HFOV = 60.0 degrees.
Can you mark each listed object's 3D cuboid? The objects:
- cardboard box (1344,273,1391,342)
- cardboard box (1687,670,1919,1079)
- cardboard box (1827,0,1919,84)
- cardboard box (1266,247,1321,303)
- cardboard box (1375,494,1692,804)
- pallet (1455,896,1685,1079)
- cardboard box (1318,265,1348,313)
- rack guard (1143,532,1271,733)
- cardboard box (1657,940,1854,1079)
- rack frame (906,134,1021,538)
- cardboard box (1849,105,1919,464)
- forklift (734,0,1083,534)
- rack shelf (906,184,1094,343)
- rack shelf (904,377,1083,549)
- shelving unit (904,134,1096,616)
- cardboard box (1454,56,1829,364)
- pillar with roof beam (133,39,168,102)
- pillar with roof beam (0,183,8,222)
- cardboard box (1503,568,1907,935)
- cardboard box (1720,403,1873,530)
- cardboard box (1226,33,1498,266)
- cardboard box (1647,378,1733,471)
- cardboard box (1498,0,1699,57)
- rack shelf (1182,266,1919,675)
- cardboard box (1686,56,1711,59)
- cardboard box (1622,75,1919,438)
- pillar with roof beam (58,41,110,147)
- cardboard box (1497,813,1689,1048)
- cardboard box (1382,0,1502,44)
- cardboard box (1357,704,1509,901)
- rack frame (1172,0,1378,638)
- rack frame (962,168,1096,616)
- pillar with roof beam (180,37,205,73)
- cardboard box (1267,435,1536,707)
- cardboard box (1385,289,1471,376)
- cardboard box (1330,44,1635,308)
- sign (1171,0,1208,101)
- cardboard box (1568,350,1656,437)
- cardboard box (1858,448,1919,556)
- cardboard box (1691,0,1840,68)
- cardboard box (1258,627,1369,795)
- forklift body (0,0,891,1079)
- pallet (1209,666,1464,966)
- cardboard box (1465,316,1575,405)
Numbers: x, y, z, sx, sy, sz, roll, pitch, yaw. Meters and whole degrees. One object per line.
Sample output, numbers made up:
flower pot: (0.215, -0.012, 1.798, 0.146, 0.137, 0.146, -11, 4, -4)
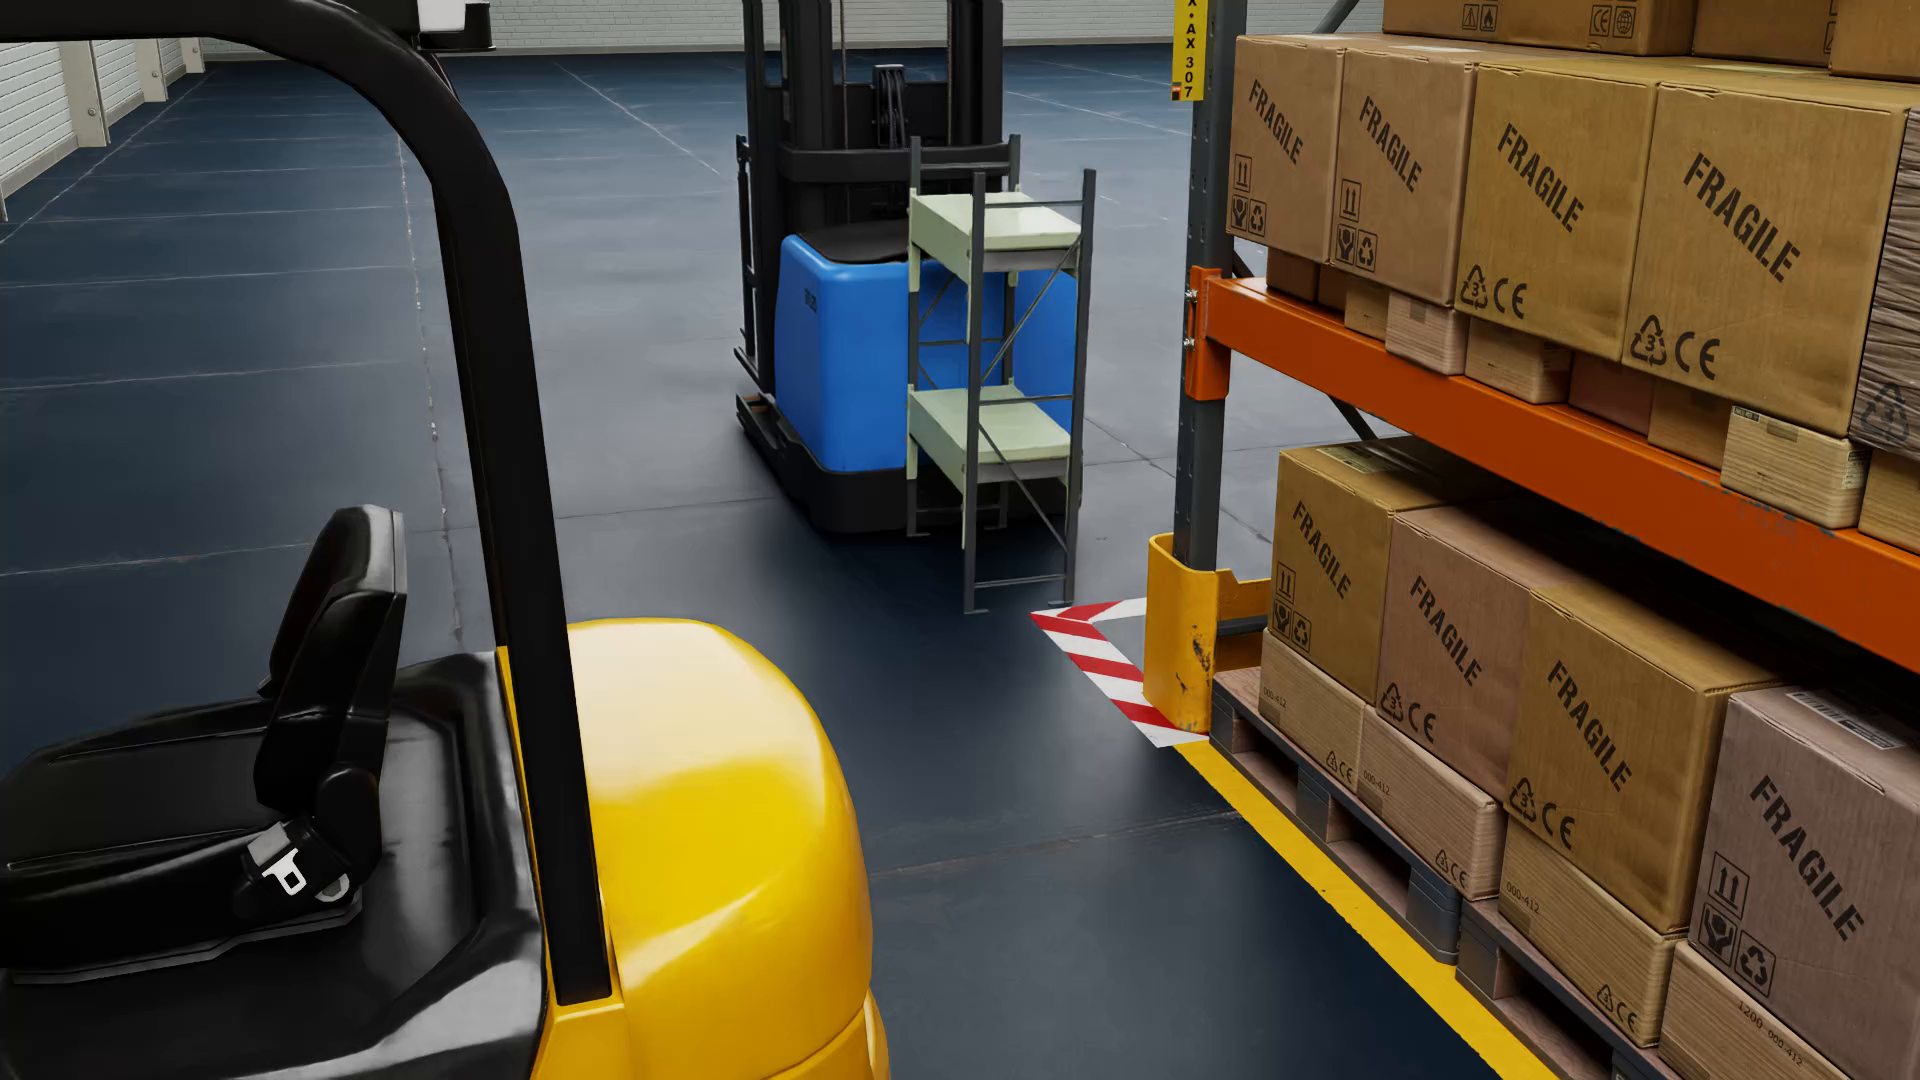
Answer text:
cardboard box: (1.138, -0.561, 3.913, 0.380, 0.149, 0.250, -7, 21, -19)
cardboard box: (1.622, 0.555, 2.770, 0.500, 0.500, 0.500, -5, 20, -14)
cardboard box: (1.931, -1.010, 2.724, 0.700, 0.500, 0.500, -7, 21, -18)
cardboard box: (1.039, -0.735, 4.396, 0.380, 0.149, 0.250, -6, 21, -17)
cardboard box: (1.296, 0.223, 3.696, 0.500, 0.500, 0.500, -7, 21, -19)
pallet: (1.754, 1.008, 3.297, 1.003, 0.211, 1.213, -6, 21, -17)
cardboard box: (1.132, -0.655, 4.174, 0.380, 0.149, 0.250, -6, 21, -16)
rack guard: (1.152, 0.217, 5.073, 1.175, 0.500, 0.348, -6, 21, -17)
cardboard box: (1.612, 0.902, 2.915, 0.500, 0.250, 0.500, -6, 21, -16)
rack frame: (0.004, -0.725, 6.117, 0.400, 1.500, 0.023, -5, 23, -16)
cardboard box: (1.674, -0.334, 2.321, 0.500, 0.500, 0.500, -6, 21, -16)
forklift: (-0.427, -1.867, 7.278, 1.130, 2.935, 3.031, -6, 21, -15)
rack shelf: (0.120, -0.953, 5.647, 0.431, 0.370, 0.720, -5, 23, -16)
rack shelf: (0.104, -0.289, 5.917, 0.431, 0.370, 0.720, -5, 23, -16)
shelving unit: (0.111, -0.591, 5.794, 0.431, 1.500, 0.755, -5, 23, -16)
cardboard box: (1.341, -0.660, 3.229, 0.500, 0.500, 0.500, -7, 21, -18)
pillar with roof beam: (-7.676, -11.119, 24.059, 9.100, 9.000, 0.400, -6, 21, -17)
pillar with roof beam: (-3.904, -7.268, 13.338, 9.100, 9.000, 0.400, -6, 21, -17)
cardboard box: (1.446, 0.385, 3.245, 0.500, 0.500, 0.500, -6, 21, -16)
cardboard box: (1.505, -0.142, 2.747, 0.380, 0.149, 0.250, -6, 21, -17)
cardboard box: (1.014, -0.989, 4.146, 0.500, 0.500, 0.500, -7, 21, -18)
cardboard box: (1.482, -0.229, 2.989, 0.380, 0.149, 0.250, -7, 21, -19)
cardboard box: (1.648, -1.337, 3.636, 0.700, 0.500, 0.500, -6, 21, -17)
rack shelf: (1.757, -0.003, 3.053, 1.077, 0.370, 4.000, -6, 21, -17)
cardboard box: (1.713, -0.865, 3.799, 0.500, 0.500, 0.500, -6, 21, -17)
cardboard box: (1.509, -0.498, 2.777, 0.500, 0.500, 0.500, -7, 21, -18)
pillar with roof beam: (-5.790, -9.193, 18.699, 9.100, 9.000, 0.400, -6, 21, -17)
cardboard box: (1.456, 0.739, 3.367, 0.500, 0.250, 0.500, -5, 20, -14)
cardboard box: (1.496, -1.501, 4.090, 0.700, 0.500, 0.500, -7, 21, -19)
cardboard box: (1.273, 0.566, 3.851, 0.500, 0.250, 0.500, -6, 21, -15)
rack frame: (1.128, -0.984, 4.718, 1.000, 3.000, 0.127, -6, 21, -17)
rack frame: (0.219, -0.457, 5.471, 0.400, 1.500, 0.023, -5, 23, -16)
pillar with roof beam: (-9.562, -13.044, 29.420, 9.100, 9.000, 0.400, -6, 21, -17)
cardboard box: (1.127, 0.056, 4.161, 0.500, 0.500, 0.500, -7, 21, -19)
cardboard box: (1.174, -0.475, 3.673, 0.380, 0.149, 0.250, -6, 21, -16)
cardboard box: (1.180, -0.823, 3.684, 0.500, 0.500, 0.500, -6, 21, -16)
sign: (0.613, -1.333, 4.411, 0.100, 0.325, 0.005, -6, 21, -17)
cardboard box: (1.427, -0.317, 3.233, 0.380, 0.149, 0.250, -6, 21, -15)
cardboard box: (1.621, -0.064, 2.528, 0.380, 0.149, 0.250, -7, 21, -18)
cardboard box: (1.906, -1.185, 3.210, 0.700, 0.500, 0.500, -7, 21, -18)
cardboard box: (1.119, 0.401, 4.309, 0.500, 0.250, 0.500, -7, 21, -18)
forklift body: (-1.255, 0.359, 2.235, 2.313, 2.155, 1.214, -6, 21, -17)
pallet: (1.374, 0.617, 4.385, 1.003, 0.211, 1.213, -6, 21, -17)
cardboard box: (1.287, -0.395, 3.452, 0.380, 0.149, 0.250, -6, 21, -16)
